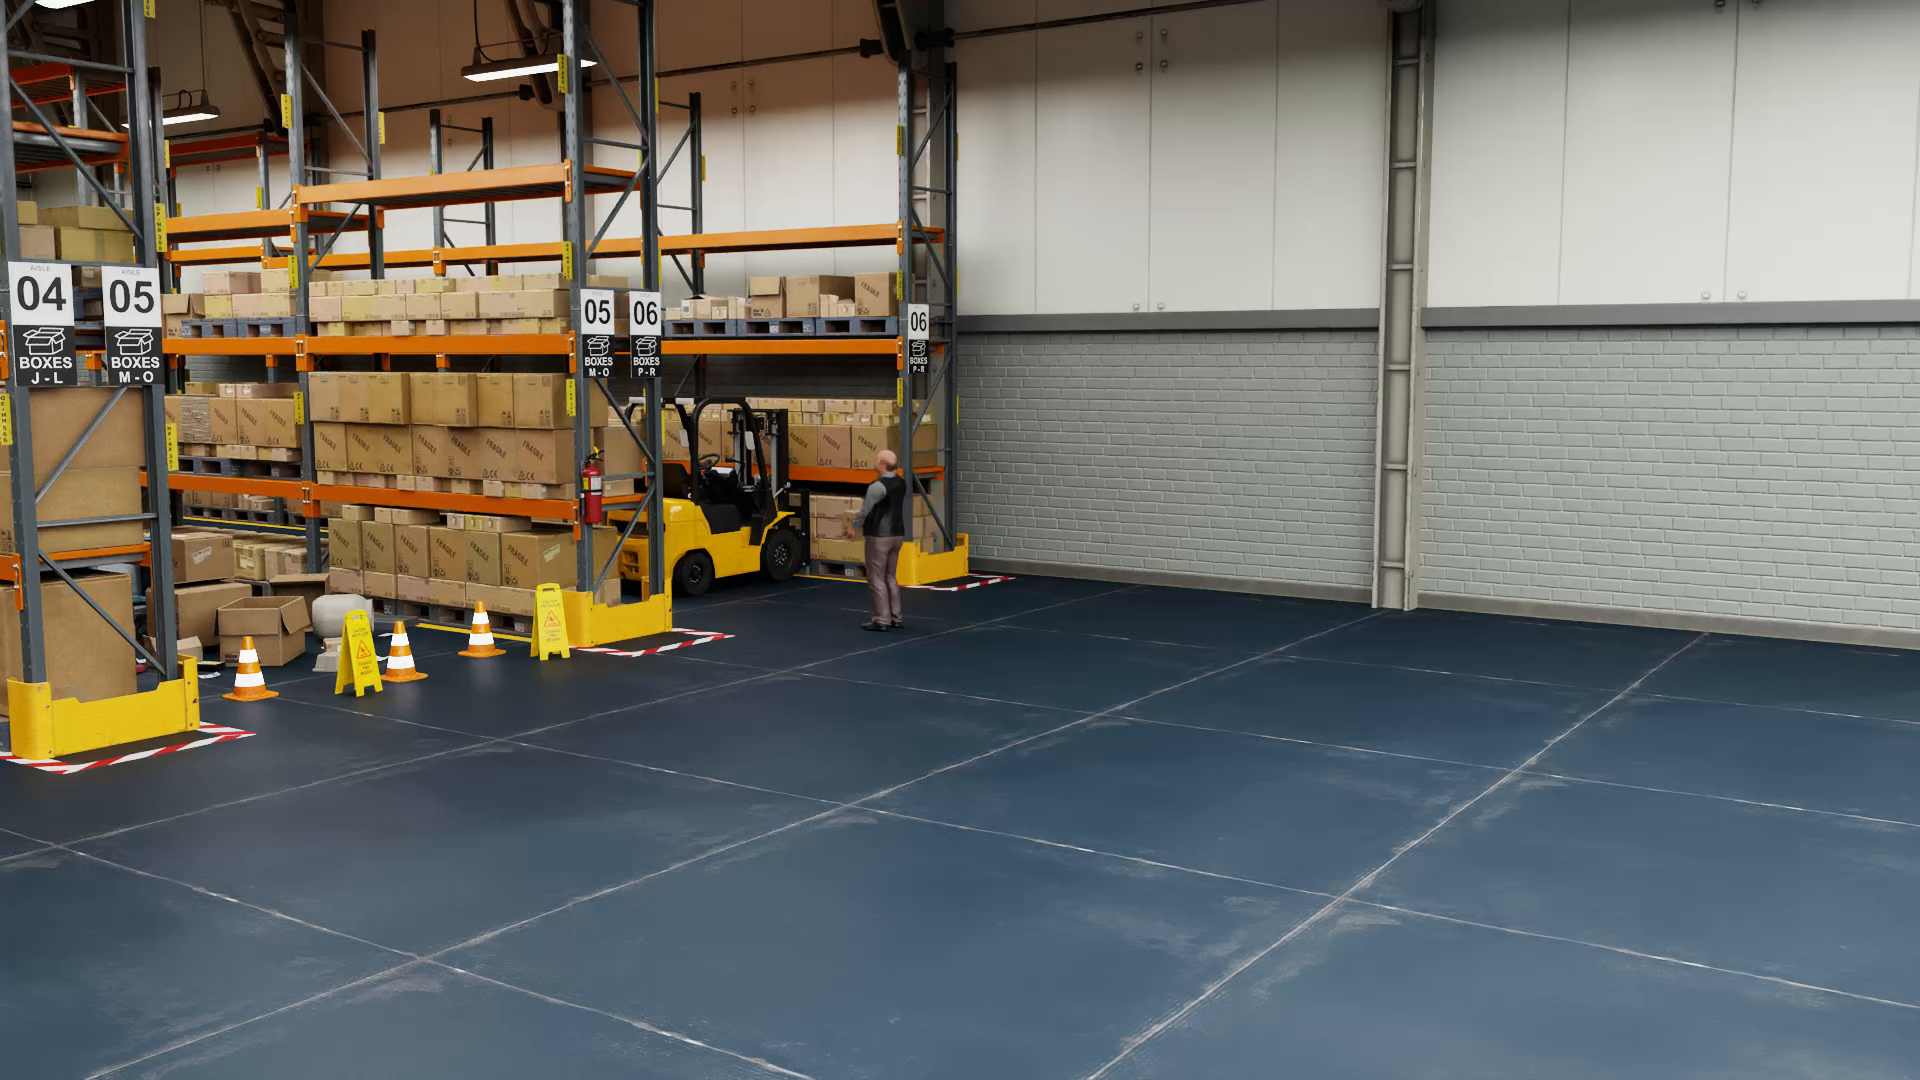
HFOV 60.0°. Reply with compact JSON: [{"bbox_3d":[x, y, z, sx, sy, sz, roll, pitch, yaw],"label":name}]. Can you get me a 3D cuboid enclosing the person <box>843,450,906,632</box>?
[{"bbox_3d":[-0.806,-0.007,15.939,0.548,1.722,0.467,4,7,31],"label":"person"}]
